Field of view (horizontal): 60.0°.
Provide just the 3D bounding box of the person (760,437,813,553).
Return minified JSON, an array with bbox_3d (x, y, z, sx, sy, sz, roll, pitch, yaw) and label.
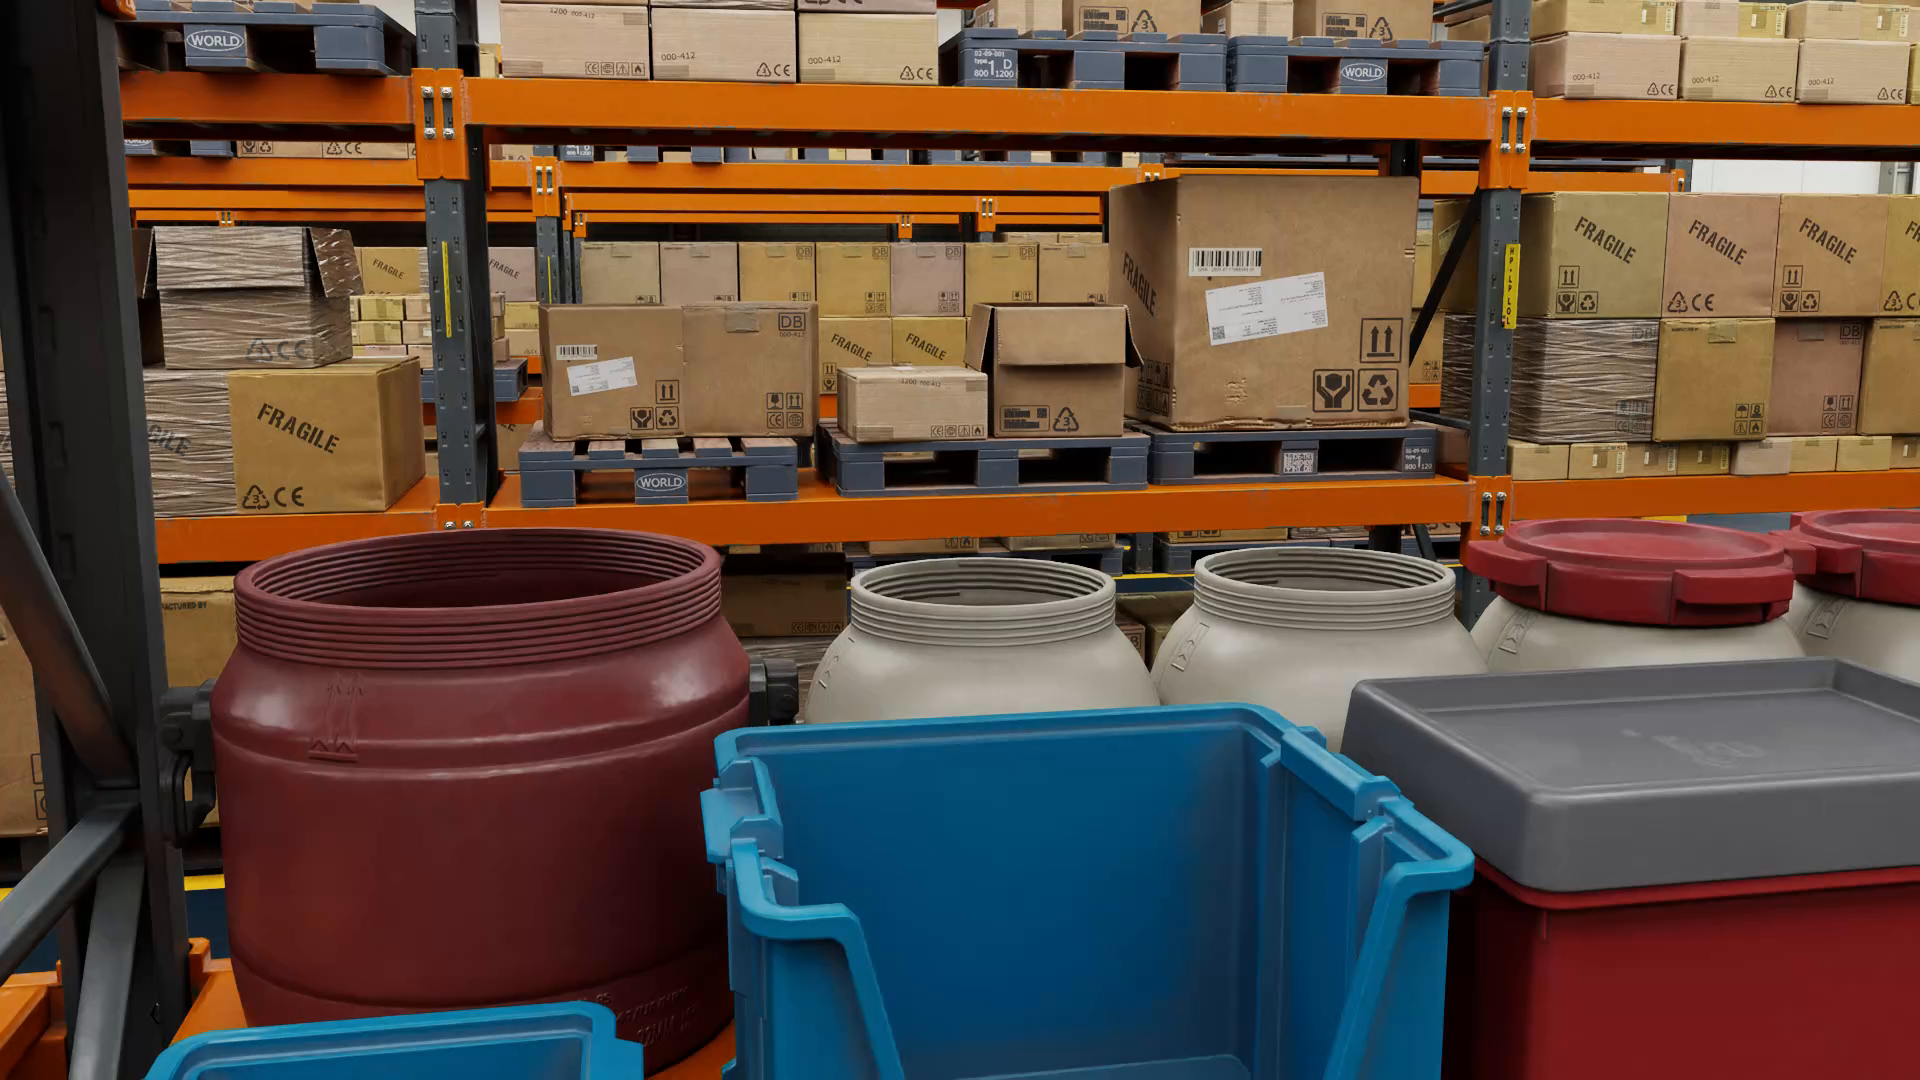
[{"bbox_3d":[-0.984,-0.082,8.471,0.567,1.719,0.493,-2,10,-12],"label":"person"}]
